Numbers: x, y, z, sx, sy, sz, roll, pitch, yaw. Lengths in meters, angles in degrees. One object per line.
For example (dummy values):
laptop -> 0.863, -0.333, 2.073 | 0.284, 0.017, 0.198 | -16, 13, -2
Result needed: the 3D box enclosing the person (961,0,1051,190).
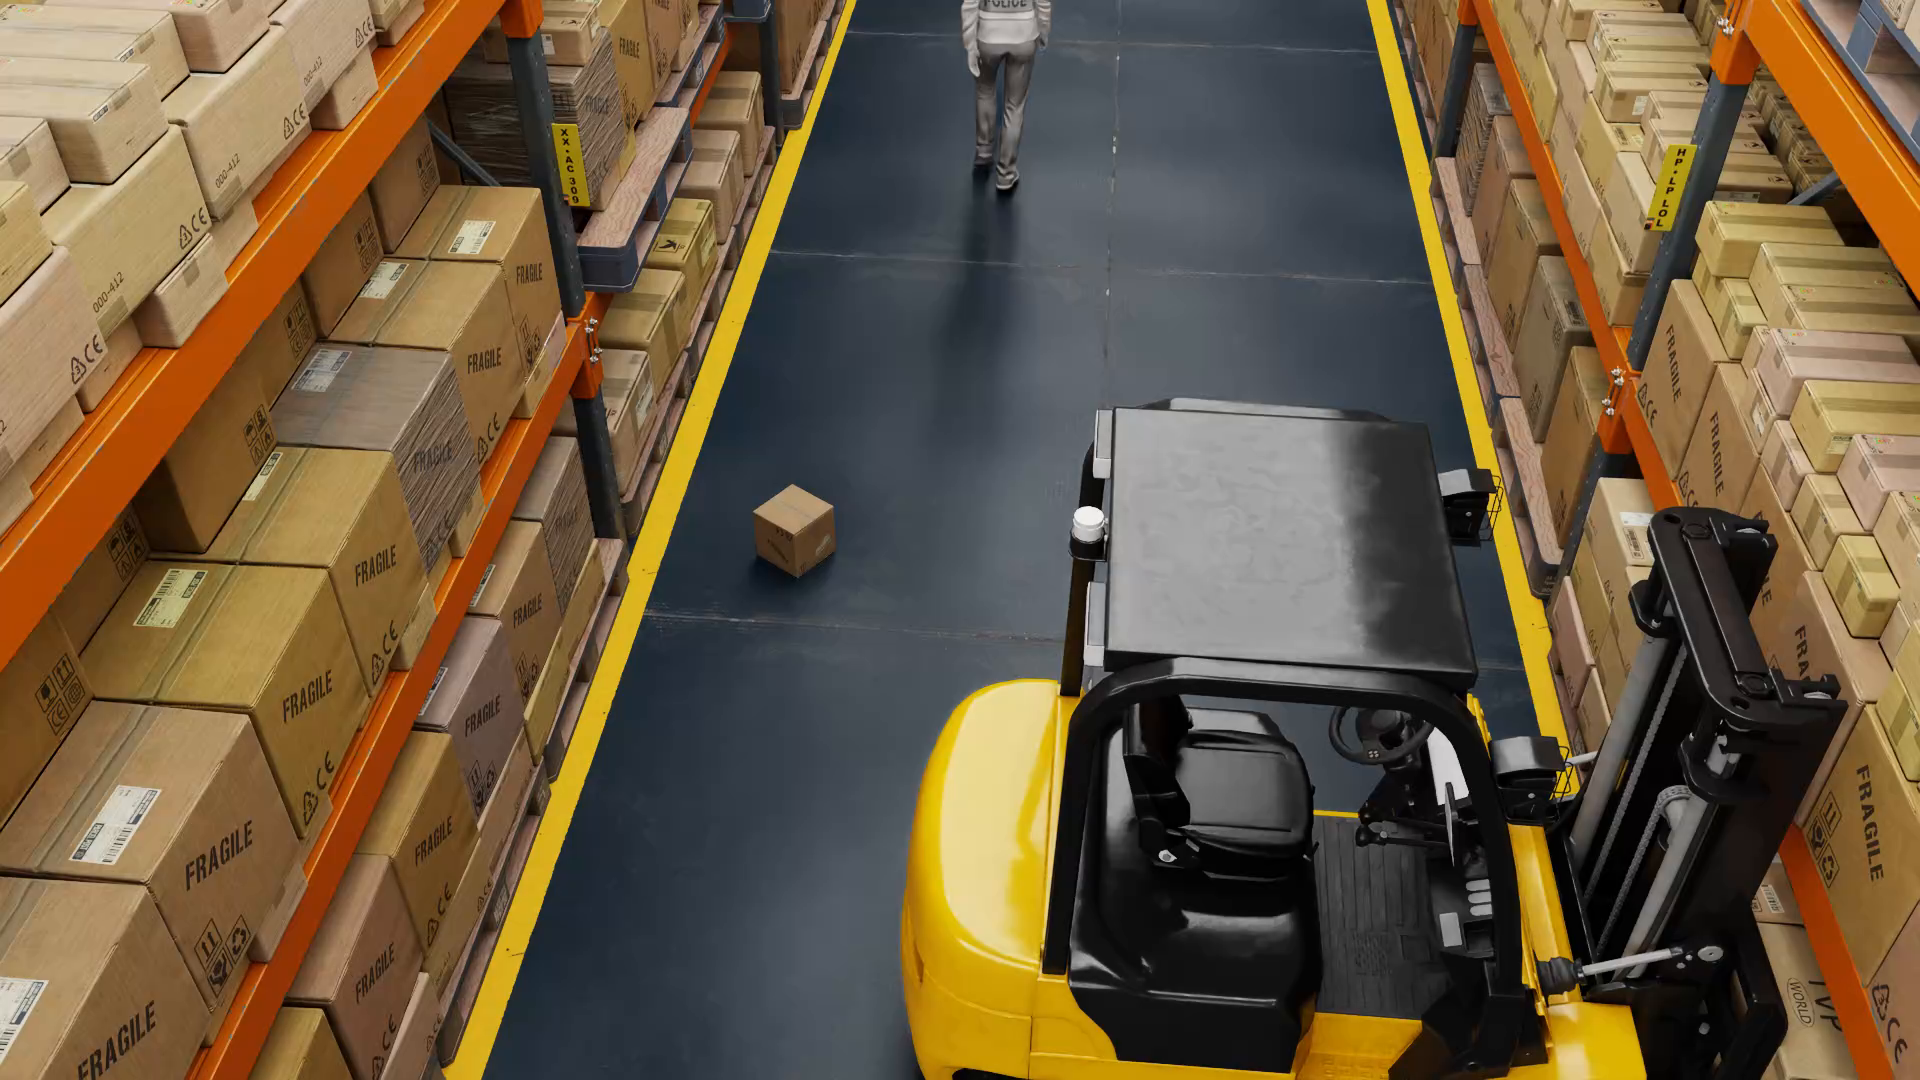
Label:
person -> 0.262, -2.816, 9.472 | 0.499, 1.747, 0.518 | 3, 40, 4
